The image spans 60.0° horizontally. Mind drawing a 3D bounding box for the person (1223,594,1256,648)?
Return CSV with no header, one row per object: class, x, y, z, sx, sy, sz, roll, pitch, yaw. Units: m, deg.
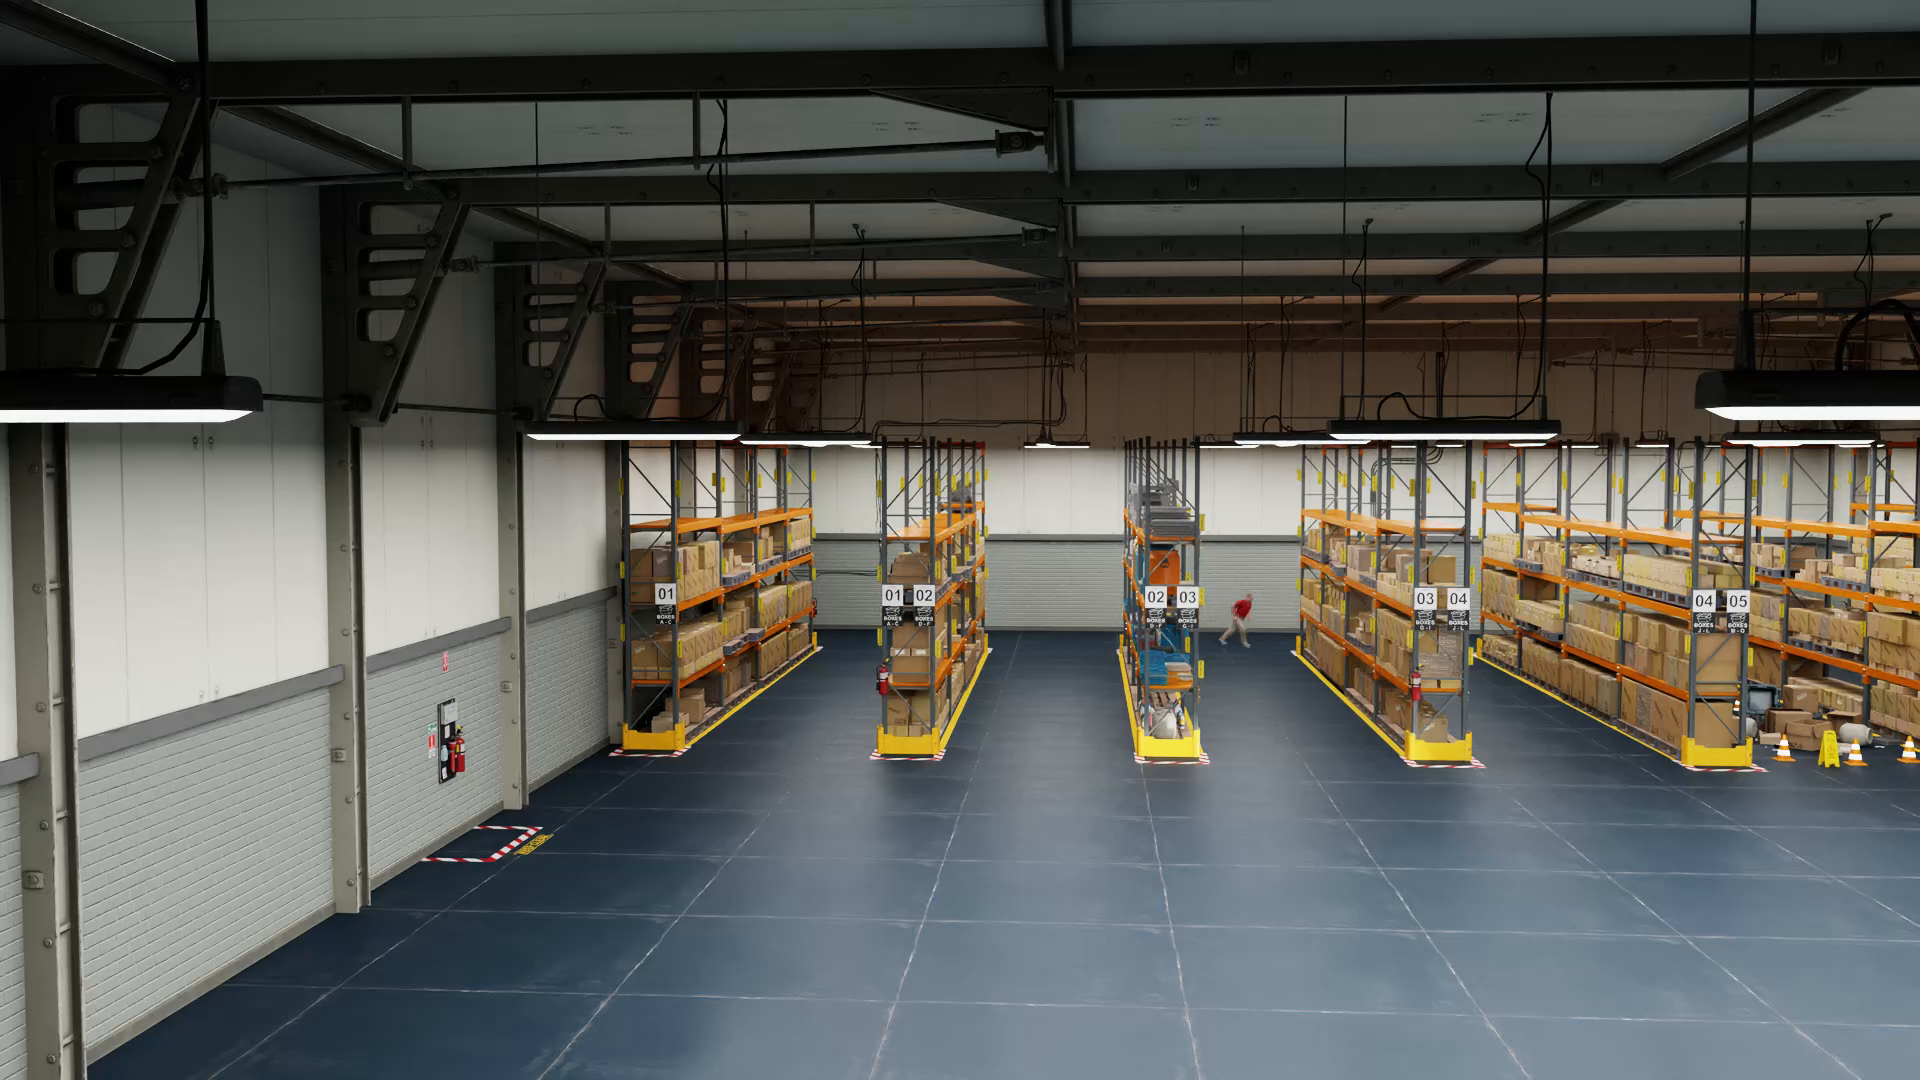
person,8.176,2.349,48.582,1.059,1.573,0.652,3,4,40
